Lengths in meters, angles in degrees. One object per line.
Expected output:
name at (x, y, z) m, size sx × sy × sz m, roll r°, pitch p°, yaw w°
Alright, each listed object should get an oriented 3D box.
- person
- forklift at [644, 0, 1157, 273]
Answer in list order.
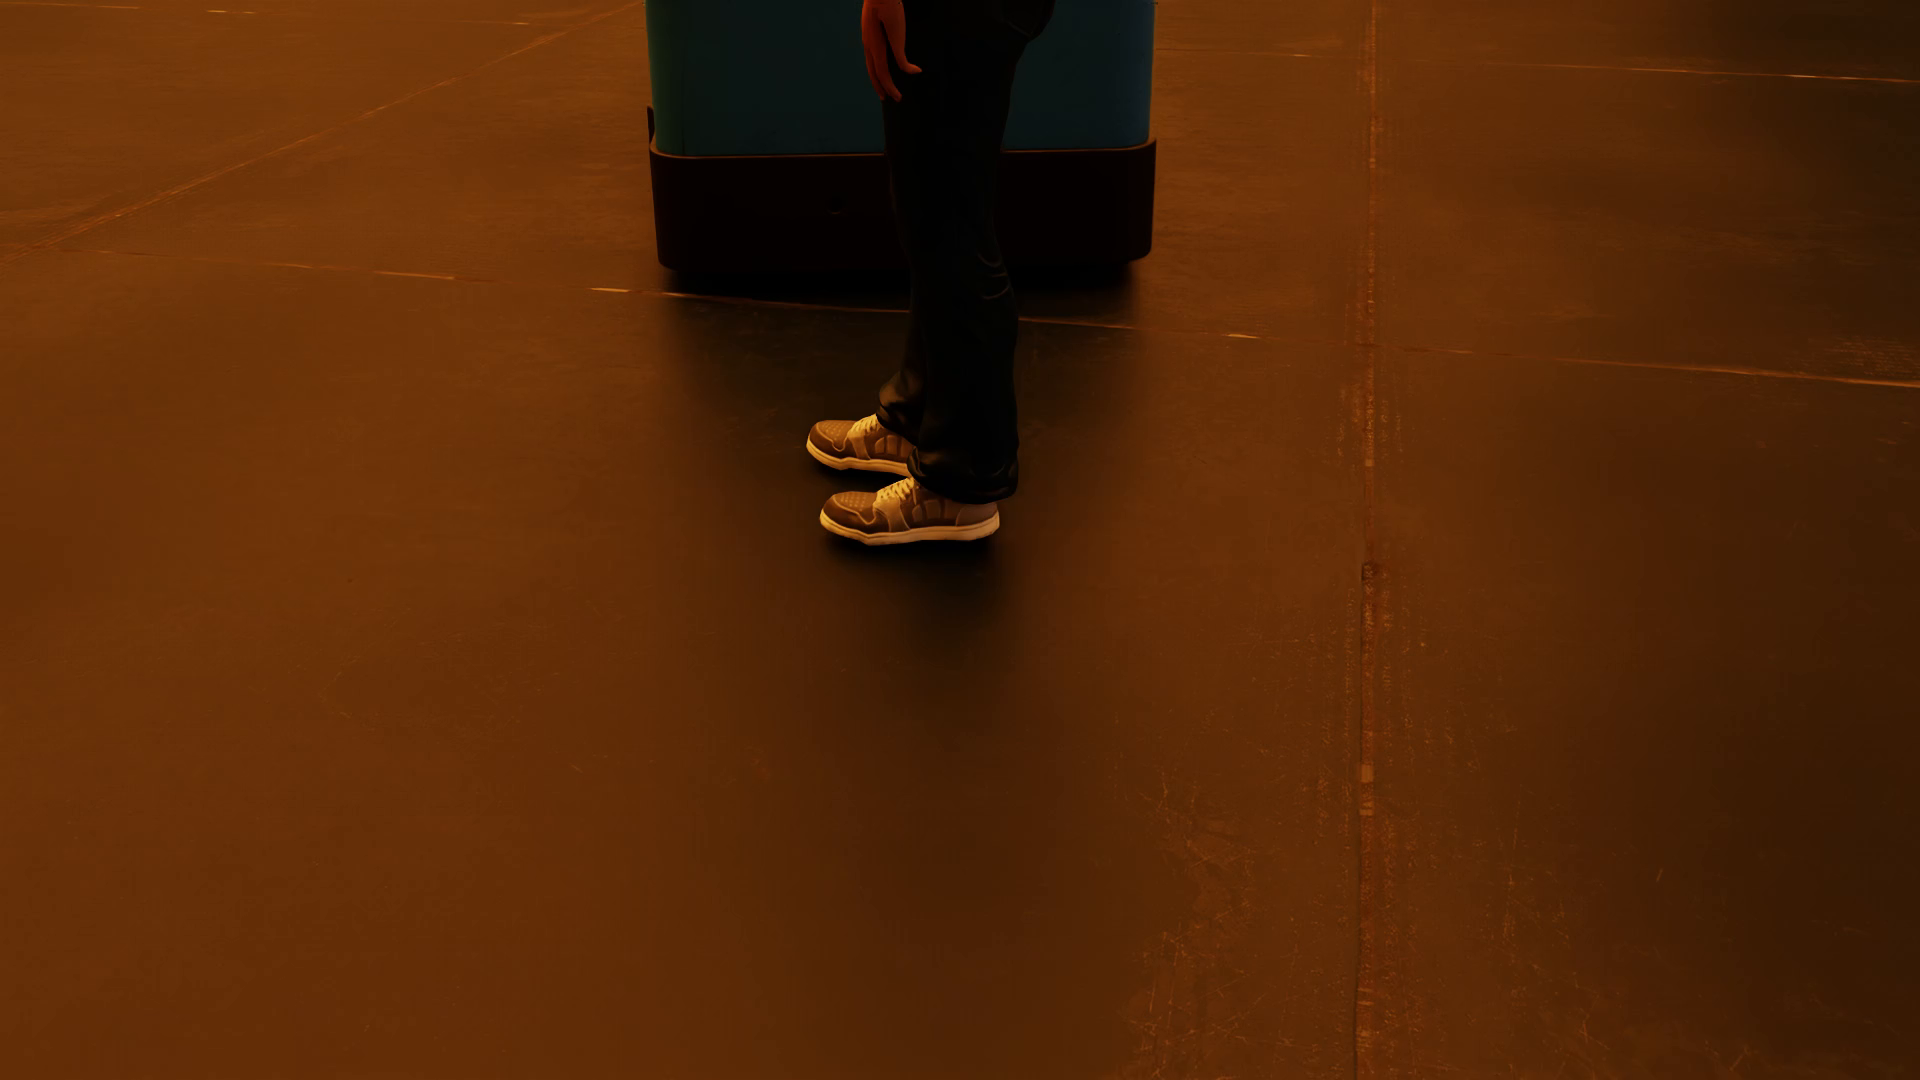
person at (-0.070, -0.733, 2.164) m, size 0.473 × 1.599 × 0.521 m, roll 6°, pitch 27°, yaw 11°
forklift at (-0.227, -2.489, 4.179) m, size 1.130 × 2.935 × 3.031 m, roll -2°, pitch 27°, yaw -4°
